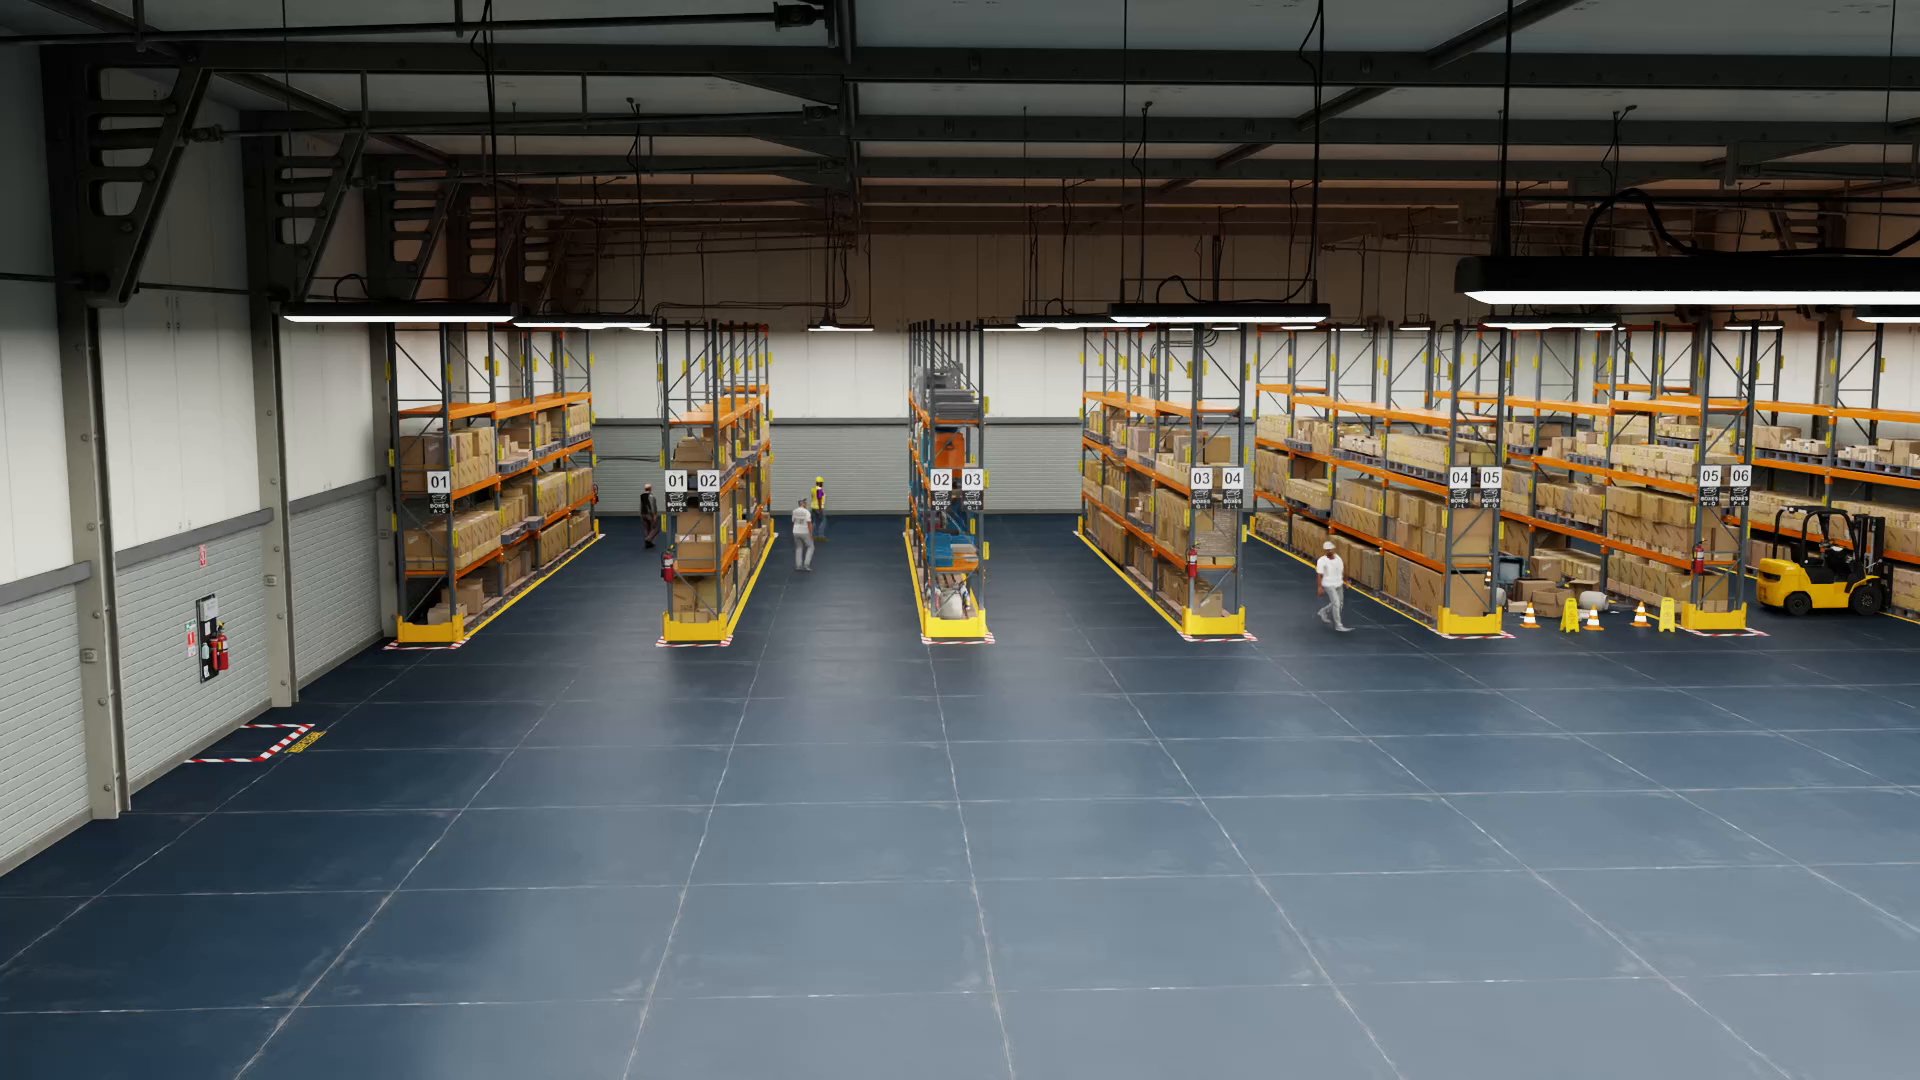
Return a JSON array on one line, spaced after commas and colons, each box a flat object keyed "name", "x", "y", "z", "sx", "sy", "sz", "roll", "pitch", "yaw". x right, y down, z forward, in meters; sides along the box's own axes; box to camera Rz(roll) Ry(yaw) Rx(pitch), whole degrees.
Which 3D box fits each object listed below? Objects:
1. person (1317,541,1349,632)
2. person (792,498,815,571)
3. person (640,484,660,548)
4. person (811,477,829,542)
[{"name": "person", "x": 7.240, "y": 0.885, "z": 32.258, "sx": 0.579, "sy": 1.732, "sz": 0.853, "roll": -5, "pitch": 8, "yaw": -33}, {"name": "person", "x": -3.830, "y": -0.107, "z": 40.431, "sx": 0.607, "sy": 1.810, "sz": 0.416, "roll": 4, "pitch": 8, "yaw": 29}, {"name": "person", "x": -8.377, "y": -0.644, "z": 44.658, "sx": 0.567, "sy": 1.724, "sz": 0.478, "roll": 6, "pitch": 9, "yaw": 39}, {"name": "person", "x": -3.915, "y": -0.839, "z": 46.146, "sx": 0.499, "sy": 1.815, "sz": 0.642, "roll": -4, "pitch": 8, "yaw": -31}]
